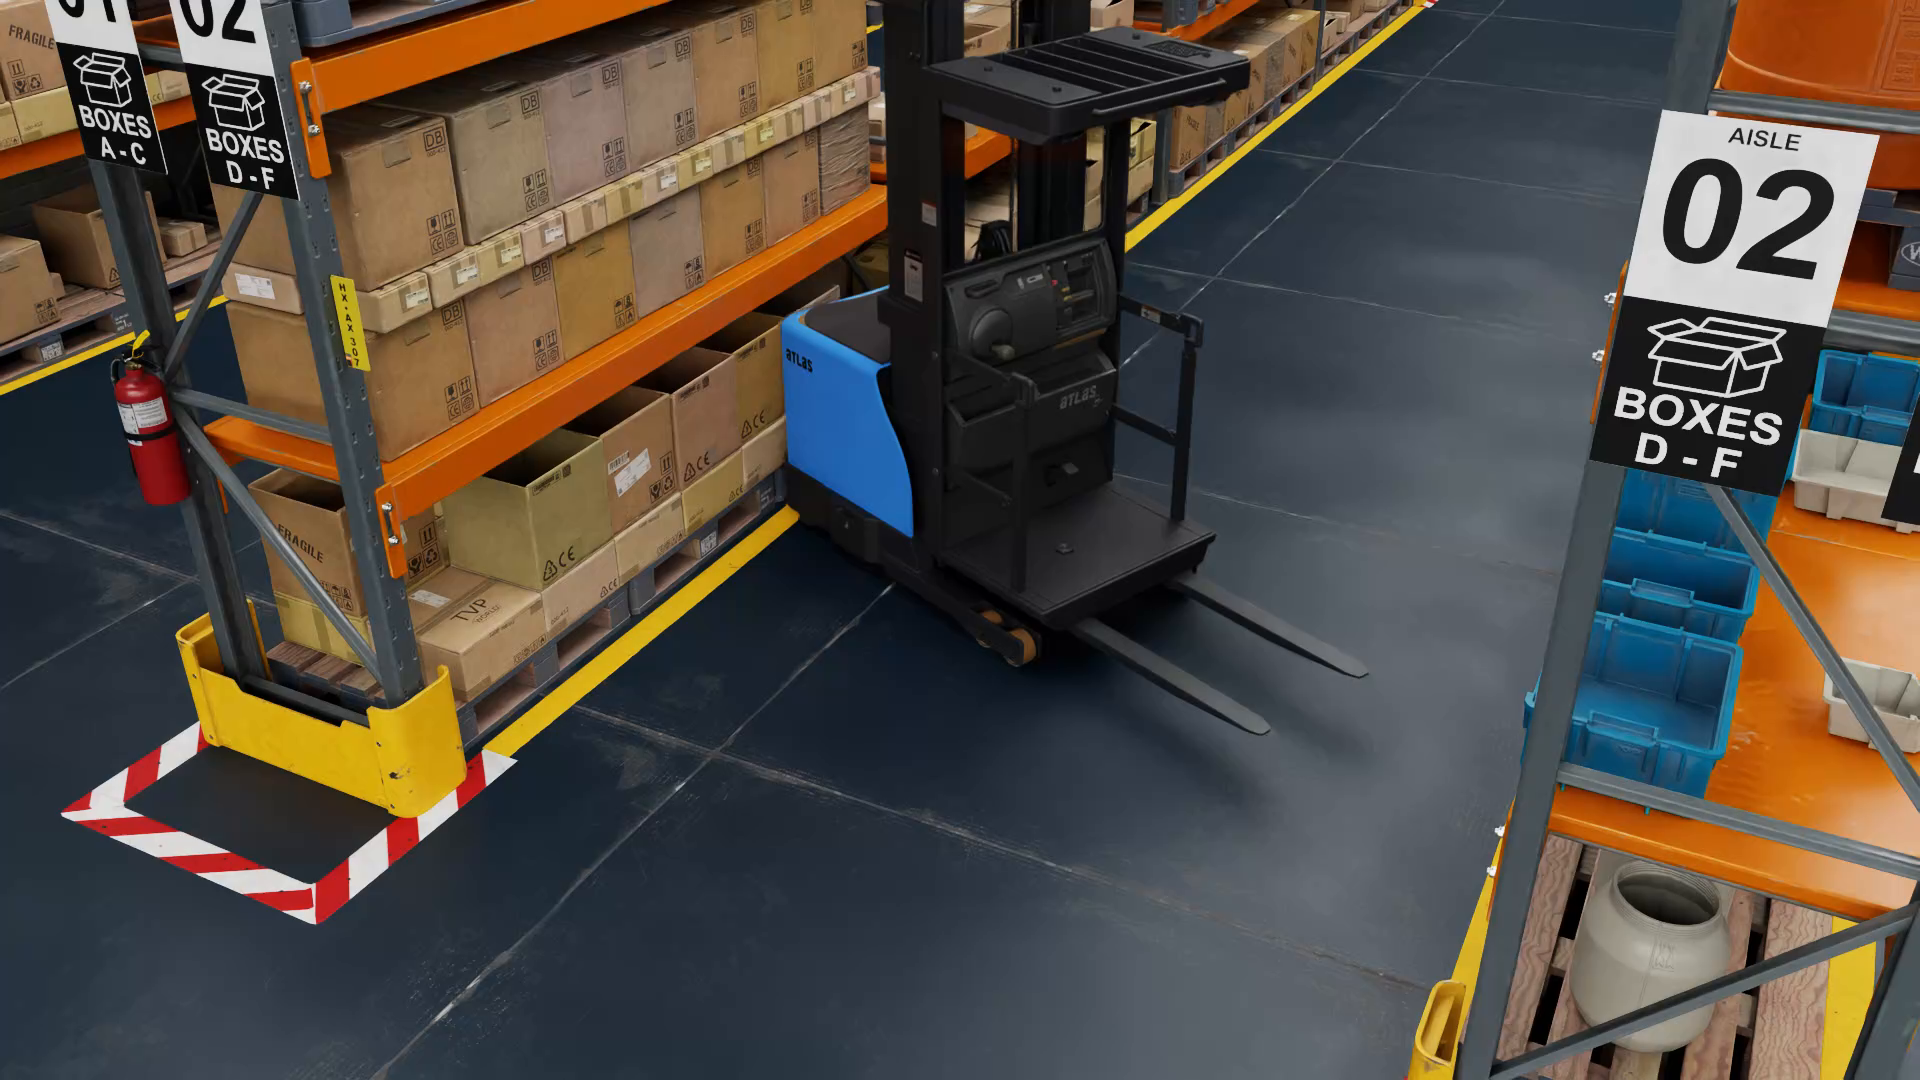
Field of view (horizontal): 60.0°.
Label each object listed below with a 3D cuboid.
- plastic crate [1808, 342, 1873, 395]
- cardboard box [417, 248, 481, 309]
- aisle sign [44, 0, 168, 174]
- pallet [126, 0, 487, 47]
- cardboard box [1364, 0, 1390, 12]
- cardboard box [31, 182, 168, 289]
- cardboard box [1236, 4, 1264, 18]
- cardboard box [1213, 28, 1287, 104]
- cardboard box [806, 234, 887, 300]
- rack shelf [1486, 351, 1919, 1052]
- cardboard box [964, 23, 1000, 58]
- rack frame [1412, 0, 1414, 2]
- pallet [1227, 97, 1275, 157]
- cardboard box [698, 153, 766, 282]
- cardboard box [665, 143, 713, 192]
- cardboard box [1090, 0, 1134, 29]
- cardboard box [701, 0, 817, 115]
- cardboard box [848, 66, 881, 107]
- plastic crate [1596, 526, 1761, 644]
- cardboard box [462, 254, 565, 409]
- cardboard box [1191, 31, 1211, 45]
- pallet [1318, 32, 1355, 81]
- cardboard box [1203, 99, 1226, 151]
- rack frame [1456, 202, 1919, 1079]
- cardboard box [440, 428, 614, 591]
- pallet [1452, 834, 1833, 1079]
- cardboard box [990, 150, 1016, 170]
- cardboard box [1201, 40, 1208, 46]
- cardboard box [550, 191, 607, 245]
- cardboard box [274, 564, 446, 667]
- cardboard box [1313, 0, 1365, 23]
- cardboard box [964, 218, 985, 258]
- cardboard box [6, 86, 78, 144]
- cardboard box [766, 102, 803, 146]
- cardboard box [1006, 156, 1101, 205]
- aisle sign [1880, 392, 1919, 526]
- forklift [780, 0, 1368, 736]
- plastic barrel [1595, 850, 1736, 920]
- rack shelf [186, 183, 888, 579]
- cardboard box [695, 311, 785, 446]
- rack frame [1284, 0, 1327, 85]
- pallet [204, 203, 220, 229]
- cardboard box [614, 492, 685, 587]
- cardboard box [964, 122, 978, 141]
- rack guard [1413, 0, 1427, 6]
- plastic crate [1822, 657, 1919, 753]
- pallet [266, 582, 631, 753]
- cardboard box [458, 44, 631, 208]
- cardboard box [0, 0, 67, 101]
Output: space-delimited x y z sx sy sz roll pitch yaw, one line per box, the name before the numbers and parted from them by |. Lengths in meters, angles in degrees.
plastic crate | 3.354 -0.858 6.794 0.767 0.338 0.504 14 33 23
cardboard box | -2.036 -1.007 6.241 0.380 0.149 0.250 13 32 22
aisle sign | -2.815 -1.605 5.422 0.394 0.787 0.004 14 33 23
pallet | -2.179 -2.010 5.815 1.003 0.211 1.213 14 33 23
cardboard box | 4.277 -5.820 17.692 0.500 0.250 0.500 14 33 23
cardboard box | -5.551 -1.973 10.742 0.500 0.500 0.500 12 32 20
cardboard box | 2.505 -4.707 15.504 0.500 0.500 0.500 13 32 21
cardboard box | 2.511 -4.143 14.521 0.500 0.500 0.500 15 33 24
cardboard box | -0.773 -1.691 9.959 0.500 0.311 0.500 14 33 23
rack shelf | 2.795 0.111 5.768 1.077 0.370 4.000 14 33 23
cardboard box | -0.097 -2.827 10.060 0.500 0.500 0.500 17 34 27
rack frame | 4.765 -7.533 18.356 1.000 3.000 0.127 14 33 23
pallet | 2.051 -3.639 14.374 1.003 0.211 1.213 14 33 23
cardboard box | -1.365 -1.602 7.927 0.700 0.500 0.500 15 33 24
cardboard box | -1.333 -1.688 7.425 0.380 0.149 0.250 15 33 25
cardboard box | 0.916 -3.797 11.939 0.500 0.311 0.500 16 34 26
cardboard box | -1.127 -2.397 8.009 0.700 0.500 0.500 14 33 23
cardboard box | -0.635 -2.369 8.611 0.380 0.149 0.250 14 33 23
plastic crate | 2.146 0.173 5.085 0.499 0.251 0.408 14 33 23
cardboard box | -2.065 -0.921 6.742 0.700 0.500 0.500 15 33 25
cardboard box | 1.822 -4.367 14.158 0.500 0.250 0.500 14 33 22
pallet | 3.256 -4.855 16.492 1.003 0.211 1.213 14 33 23
cardboard box | 1.816 -3.464 13.338 0.500 0.500 0.500 13 32 22
rack frame | 1.884 0.685 4.045 1.000 3.000 0.127 14 33 23
cardboard box | -1.856 -0.164 7.110 0.500 0.500 0.500 14 33 23
pallet | 2.251 1.491 5.441 1.003 0.211 1.213 14 33 23
cardboard box | 0.154 -2.594 11.531 0.500 0.311 0.500 13 32 22
cardboard box | 1.807 -4.025 14.315 0.500 0.500 0.500 13 32 21
cardboard box | -1.685 -1.348 6.833 0.380 0.149 0.250 13 32 22
cardboard box | -2.543 0.265 7.115 0.500 0.250 0.500 14 33 23
cardboard box | 3.794 -5.702 17.232 0.797 0.503 0.637 14 33 23
cardboard box | -0.059 -1.794 10.138 0.500 0.311 0.500 14 33 23
cardboard box | -5.509 -2.555 9.817 0.500 0.250 0.500 14 33 23
cardboard box | -0.985 -2.026 8.015 0.380 0.149 0.250 14 33 23
cardboard box | 0.638 -2.476 11.327 0.500 0.311 0.500 14 33 23
aisle sign | 2.112 -0.344 3.226 0.394 0.787 0.004 14 33 23
forklift | 0.456 -1.001 7.050 1.130 2.935 3.031 -23 37 -34
plastic barrel | 2.344 1.051 5.485 0.421 0.512 0.421 0 30 0
rack shelf | -1.613 -1.015 7.727 1.077 0.370 4.000 14 33 23
cardboard box | -1.181 -0.832 8.272 0.500 0.500 0.500 14 33 23
rack frame | 2.943 -5.760 15.268 1.000 3.000 0.127 14 33 23
pallet | -4.760 -2.472 12.342 1.003 0.211 1.213 14 33 23
cardboard box | -1.629 -0.061 7.684 0.500 0.250 0.500 14 33 23
cardboard box | -0.116 -2.451 9.758 0.380 0.149 0.250 14 33 23
rack guard | 4.730 -6.415 18.920 1.175 0.500 0.348 14 33 23
plastic crate | 2.578 0.476 4.674 0.298 0.136 0.250 14 33 23
pallet | -2.213 0.421 7.305 1.003 0.211 1.213 14 33 23
cardboard box | -1.812 -1.732 6.850 0.700 0.500 0.500 14 33 23
cardboard box | -5.515 -2.881 9.633 0.500 0.500 0.500 13 32 22
